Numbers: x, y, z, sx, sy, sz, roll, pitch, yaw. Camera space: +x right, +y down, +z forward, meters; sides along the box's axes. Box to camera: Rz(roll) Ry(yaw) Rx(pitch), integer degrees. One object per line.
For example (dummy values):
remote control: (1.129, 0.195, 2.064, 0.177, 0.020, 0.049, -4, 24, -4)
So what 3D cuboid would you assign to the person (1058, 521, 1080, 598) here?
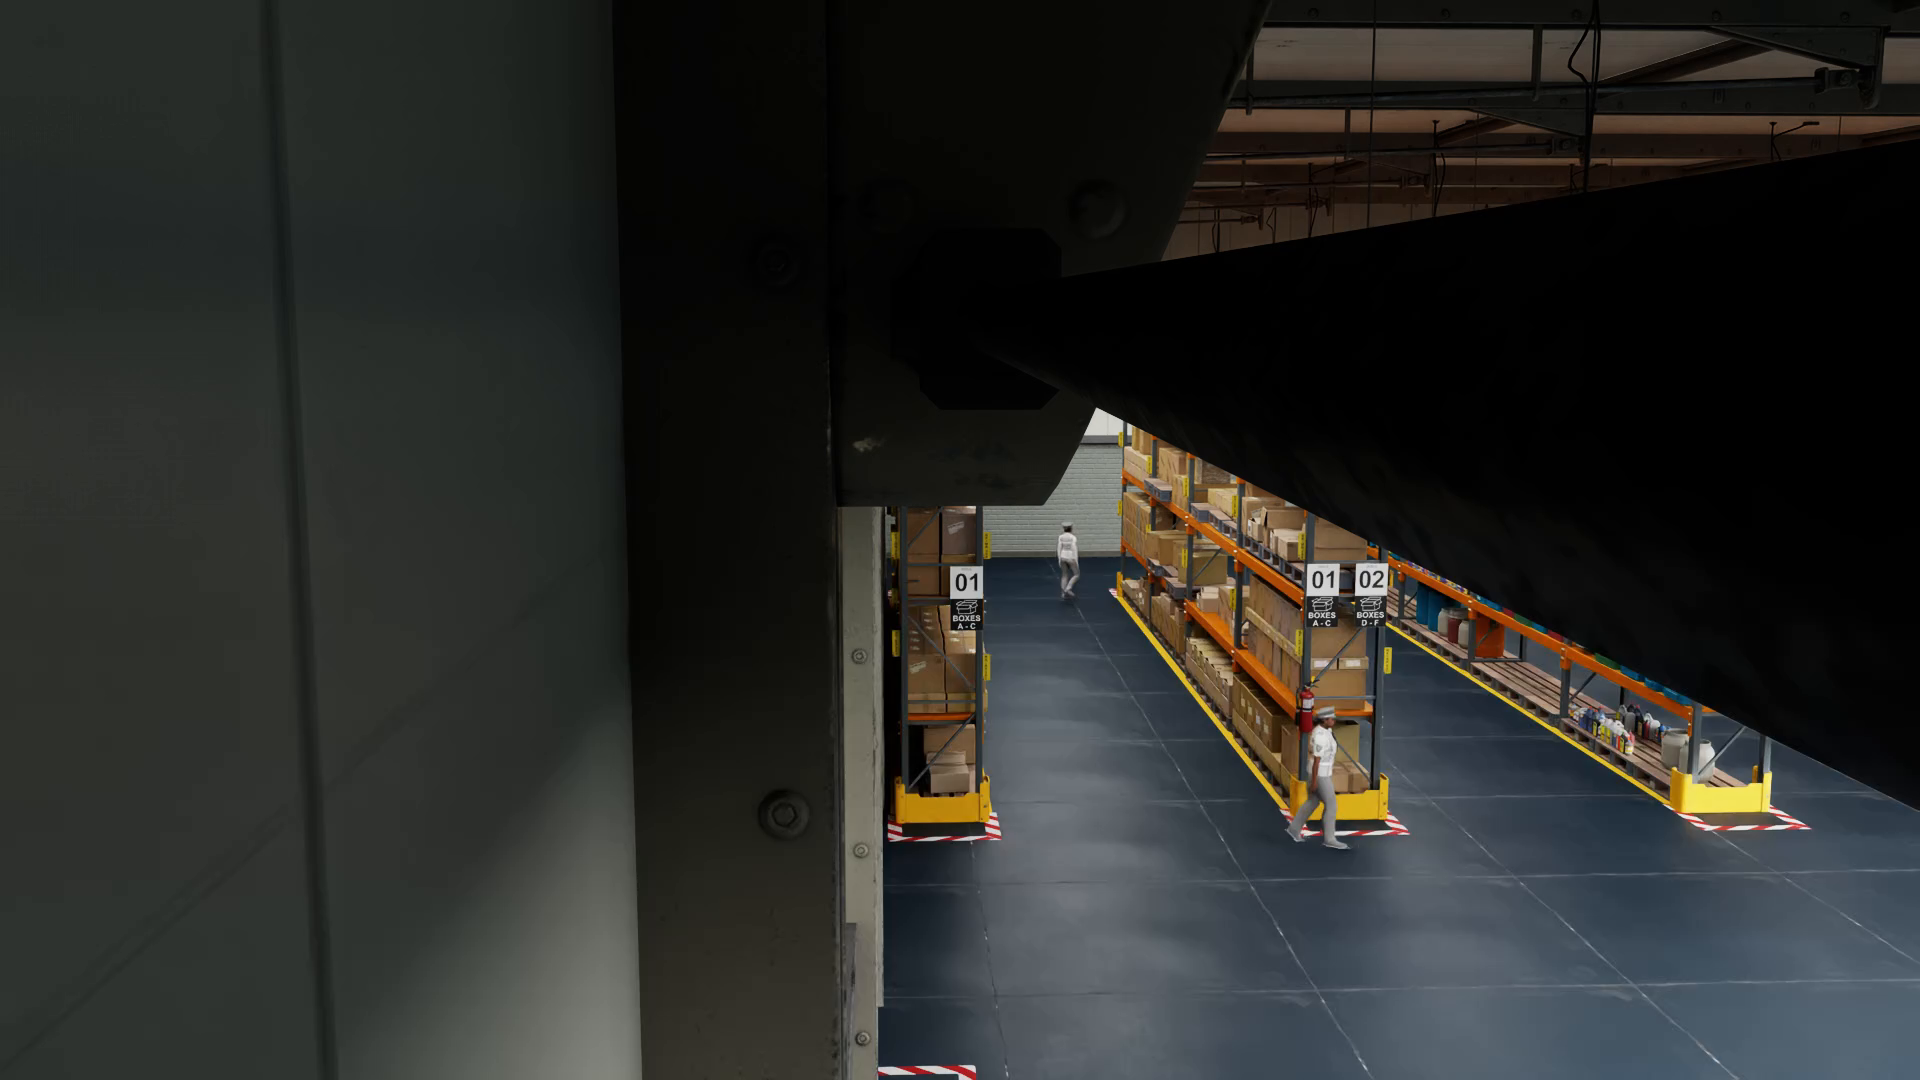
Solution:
person: (2.321, 0.439, 35.997, 0.500, 1.683, 0.441, 7, 10, 39)

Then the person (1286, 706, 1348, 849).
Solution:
person: (4.229, 2.786, 19.616, 0.717, 1.698, 0.479, 2, 8, 11)
